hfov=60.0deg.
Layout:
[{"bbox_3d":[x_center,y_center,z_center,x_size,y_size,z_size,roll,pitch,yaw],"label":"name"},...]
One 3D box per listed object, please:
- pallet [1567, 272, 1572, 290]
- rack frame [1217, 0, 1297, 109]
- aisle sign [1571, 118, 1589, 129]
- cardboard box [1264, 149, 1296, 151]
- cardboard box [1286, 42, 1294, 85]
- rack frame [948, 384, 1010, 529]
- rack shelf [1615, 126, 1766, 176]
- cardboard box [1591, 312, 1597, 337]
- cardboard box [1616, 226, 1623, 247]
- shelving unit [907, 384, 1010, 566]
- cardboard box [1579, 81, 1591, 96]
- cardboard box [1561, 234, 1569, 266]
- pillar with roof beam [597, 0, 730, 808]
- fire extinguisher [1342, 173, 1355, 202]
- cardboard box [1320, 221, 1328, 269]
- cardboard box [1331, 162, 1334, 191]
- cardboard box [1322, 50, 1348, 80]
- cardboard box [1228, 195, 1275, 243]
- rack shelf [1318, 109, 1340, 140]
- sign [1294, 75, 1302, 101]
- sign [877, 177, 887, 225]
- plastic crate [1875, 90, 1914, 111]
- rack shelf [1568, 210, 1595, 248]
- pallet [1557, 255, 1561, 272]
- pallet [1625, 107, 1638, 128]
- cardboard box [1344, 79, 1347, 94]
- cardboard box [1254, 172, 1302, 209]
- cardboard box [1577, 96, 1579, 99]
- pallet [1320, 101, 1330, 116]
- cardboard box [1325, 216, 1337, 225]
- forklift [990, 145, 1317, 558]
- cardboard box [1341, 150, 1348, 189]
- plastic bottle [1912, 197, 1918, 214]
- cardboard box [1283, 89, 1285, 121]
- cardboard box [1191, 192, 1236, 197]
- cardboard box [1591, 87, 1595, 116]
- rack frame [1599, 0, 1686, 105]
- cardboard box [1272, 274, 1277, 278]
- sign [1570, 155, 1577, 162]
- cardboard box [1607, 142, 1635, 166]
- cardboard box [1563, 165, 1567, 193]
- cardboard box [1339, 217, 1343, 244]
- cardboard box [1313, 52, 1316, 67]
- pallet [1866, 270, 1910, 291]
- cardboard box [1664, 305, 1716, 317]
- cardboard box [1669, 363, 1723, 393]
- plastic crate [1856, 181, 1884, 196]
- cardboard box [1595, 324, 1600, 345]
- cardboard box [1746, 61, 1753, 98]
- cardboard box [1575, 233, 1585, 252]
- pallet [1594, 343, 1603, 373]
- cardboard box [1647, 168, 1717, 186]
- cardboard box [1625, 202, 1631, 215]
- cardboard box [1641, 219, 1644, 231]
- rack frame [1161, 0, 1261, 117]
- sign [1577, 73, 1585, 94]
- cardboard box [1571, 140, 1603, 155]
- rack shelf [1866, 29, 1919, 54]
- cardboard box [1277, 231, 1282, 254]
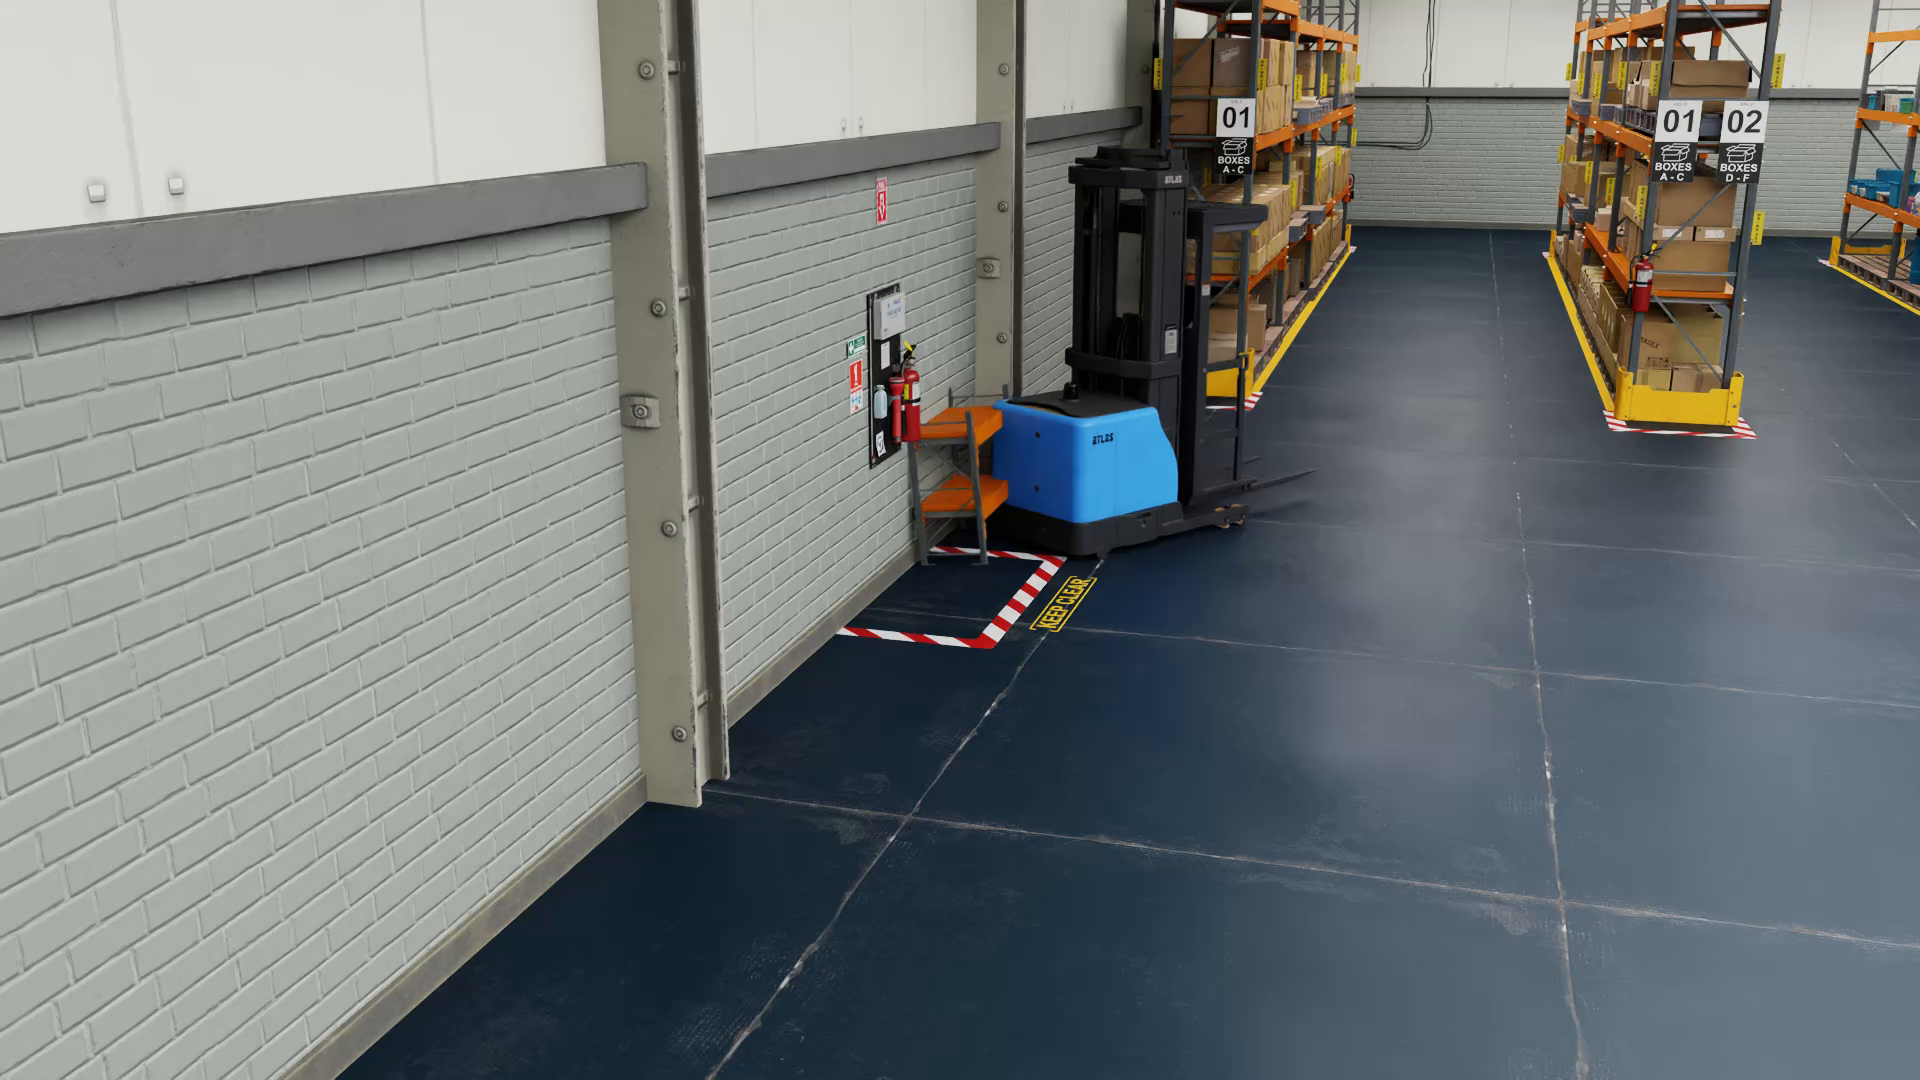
[{"bbox_3d":[10.623,-4.278,27.524,1.003,0.211,1.213,5,16,16],"label":"pallet"},{"bbox_3d":[3.794,-7.011,21.057,1.000,3.000,0.127,5,16,16],"label":"rack frame"},{"bbox_3d":[11.692,-8.173,31.382,0.394,0.787,0.004,5,16,16],"label":"aisle sign"},{"bbox_3d":[5.254,-6.274,27.314,0.500,0.250,0.500,4,16,15],"label":"cardboard box"},{"bbox_3d":[3.765,-5.810,20.267,0.500,0.500,0.500,6,17,19],"label":"cardboard box"},{"bbox_3d":[0.186,-0.636,12.883,0.500,1.125,0.032,-2,15,17],"label":"rack frame"},{"bbox_3d":[7.976,-4.316,18.369,1.077,0.370,4.000,5,16,16],"label":"rack shelf"},{"bbox_3d":[8.384,-2.752,21.305,0.500,0.250,0.500,4,16,15],"label":"cardboard box"},{"bbox_3d":[8.618,-3.922,21.405,0.396,0.266,0.258,4,16,15],"label":"cardboard box"},{"bbox_3d":[0.044,-0.498,12.415,0.538,1.125,1.048,-2,15,17],"label":"shelving unit"},{"bbox_3d":[10.695,-7.595,27.970,0.500,0.250,0.500,5,16,16],"label":"cardboard box"},{"bbox_3d":[10.708,-5.015,28.788,0.500,0.500,0.500,5,16,16],"label":"cardboard box"},{"bbox_3d":[2.744,-2.742,6.005,9.100,9.000,0.400,5,16,16],"label":"pillar with roof beam"},{"bbox_3d":[7.689,-7.052,33.019,0.296,0.674,0.183,5,16,16],"label":"fire extinguisher"},{"bbox_3d":[5.757,-4.973,28.035,0.750,0.750,0.750,5,17,18],"label":"cardboard box"},{"bbox_3d":[6.178,-6.279,28.704,0.500,0.500,0.500,4,16,15],"label":"cardboard box"},{"bbox_3d":[6.539,-8.365,29.274,0.500,0.500,0.500,4,16,15],"label":"cardboard box"},{"bbox_3d":[3.384,-3.742,19.388,0.500,0.500,0.500,4,16,14],"label":"cardboard box"},{"bbox_3d":[5.499,-6.792,27.099,1.077,0.370,4.000,5,16,16],"label":"rack shelf"},{"bbox_3d":[4.316,-5.777,21.255,0.100,0.325,0.005,5,16,16],"label":"sign"},{"bbox_3d":[-0.515,-2.236,10.969,0.001,0.298,0.199,5,16,16],"label":"sign"},{"bbox_3d":[16.005,-7.531,28.501,0.504,0.338,0.767,5,16,16],"label":"plastic crate"},{"bbox_3d":[10.249,-4.966,26.158,1.077,0.370,4.000,5,16,16],"label":"rack shelf"},{"bbox_3d":[11.359,-4.993,30.047,1.003,0.211,1.213,5,16,16],"label":"pallet"},{"bbox_3d":[8.327,-4.917,19.334,1.003,0.211,1.213,5,16,16],"label":"pallet"},{"bbox_3d":[6.675,-8.132,29.827,0.500,0.250,0.500,4,16,15],"label":"cardboard box"},{"bbox_3d":[4.674,-5.159,24.533,0.700,0.500,0.500,3,16,11],"label":"cardboard box"},{"bbox_3d":[10.853,-7.484,28.495,0.500,0.250,0.500,5,16,16],"label":"cardboard box"},{"bbox_3d":[5.063,-6.696,25.791,1.213,0.211,1.003,5,17,18],"label":"pallet"},{"bbox_3d":[6.798,-5.929,30.860,0.380,0.149,0.250,4,16,14],"label":"cardboard box"},{"bbox_3d":[1.674,-1.594,13.078,3.031,2.935,1.130,-13,21,-39],"label":"forklift"},{"bbox_3d":[6.872,-7.084,31.757,0.980,0.700,0.700,4,16,15],"label":"cardboard box"},{"bbox_3d":[14.972,-5.233,26.018,0.097,0.271,0.097,0,16,0],"label":"plastic bottle"},{"bbox_3d":[3.731,-5.343,20.454,0.500,0.500,0.500,3,16,11],"label":"cardboard box"},{"bbox_3d":[3.025,-3.915,19.999,0.500,0.500,0.500,5,17,17],"label":"cardboard box"},{"bbox_3d":[10.065,-6.666,25.153,0.910,0.500,0.500,5,16,16],"label":"cardboard box"},{"bbox_3d":[9.681,-7.675,23.396,1.000,3.000,0.127,5,16,16],"label":"rack frame"},{"bbox_3d":[4.086,-3.467,23.331,0.700,0.500,0.500,4,16,15],"label":"cardboard box"},{"bbox_3d":[10.295,-6.292,27.927,0.100,0.325,0.005,5,16,16],"label":"sign"},{"bbox_3d":[11.221,-6.466,28.112,0.500,0.500,0.500,5,17,17],"label":"cardboard box"},{"bbox_3d":[11.289,-6.567,30.303,0.500,0.500,0.500,5,16,16],"label":"cardboard box"},{"bbox_3d":[7.101,-6.073,32.556,0.700,0.500,0.500,5,16,16],"label":"cardboard box"},{"bbox_3d":[5.691,-8.062,27.894,0.500,0.250,0.500,6,17,20],"label":"cardboard box"},{"bbox_3d":[15.737,-4.304,27.616,1.003,0.211,1.213,5,16,16],"label":"pallet"},{"bbox_3d":[8.043,-2.321,18.412,0.500,0.500,0.500,5,16,16],"label":"cardboard box"},{"bbox_3d":[7.773,-1.698,17.587,0.500,0.250,0.500,5,16,16],"label":"cardboard box"},{"bbox_3d":[16.130,-6.233,29.506,0.416,0.233,0.300,5,16,16],"label":"plastic crate"},{"bbox_3d":[8.122,-2.523,20.498,0.500,0.250,0.500,5,16,16],"label":"cardboard box"},{"bbox_3d":[8.141,-4.869,17.793,0.500,0.500,0.500,5,16,16],"label":"cardboard box"},{"bbox_3d":[10.020,-4.704,26.318,0.500,0.250,0.500,4,16,15],"label":"cardboard box"},{"bbox_3d":[8.278,-2.196,20.184,1.003,0.211,1.213,5,16,16],"label":"pallet"},{"bbox_3d":[7.854,-3.773,18.073,0.700,0.500,0.500,5,16,16],"label":"cardboard box"},{"bbox_3d":[8.211,-3.981,19.997,0.380,0.149,0.250,5,17,17],"label":"cardboard box"},{"bbox_3d":[7.627,-3.440,18.090,0.380,0.149,0.250,5,17,18],"label":"cardboard box"},{"bbox_3d":[2.657,-5.965,17.368,1.000,3.000,0.127,5,16,16],"label":"rack frame"},{"bbox_3d":[10.295,-7.567,27.566,0.100,0.325,0.005,5,16,16],"label":"sign"},{"bbox_3d":[10.856,-6.651,28.765,0.500,0.500,0.500,4,16,15],"label":"cardboard box"},{"bbox_3d":[16.134,-8.321,27.725,1.077,0.370,4.000,5,16,16],"label":"rack shelf"},{"bbox_3d":[3.672,-3.653,20.449,0.500,0.250,0.500,5,16,16],"label":"cardboard box"}]
